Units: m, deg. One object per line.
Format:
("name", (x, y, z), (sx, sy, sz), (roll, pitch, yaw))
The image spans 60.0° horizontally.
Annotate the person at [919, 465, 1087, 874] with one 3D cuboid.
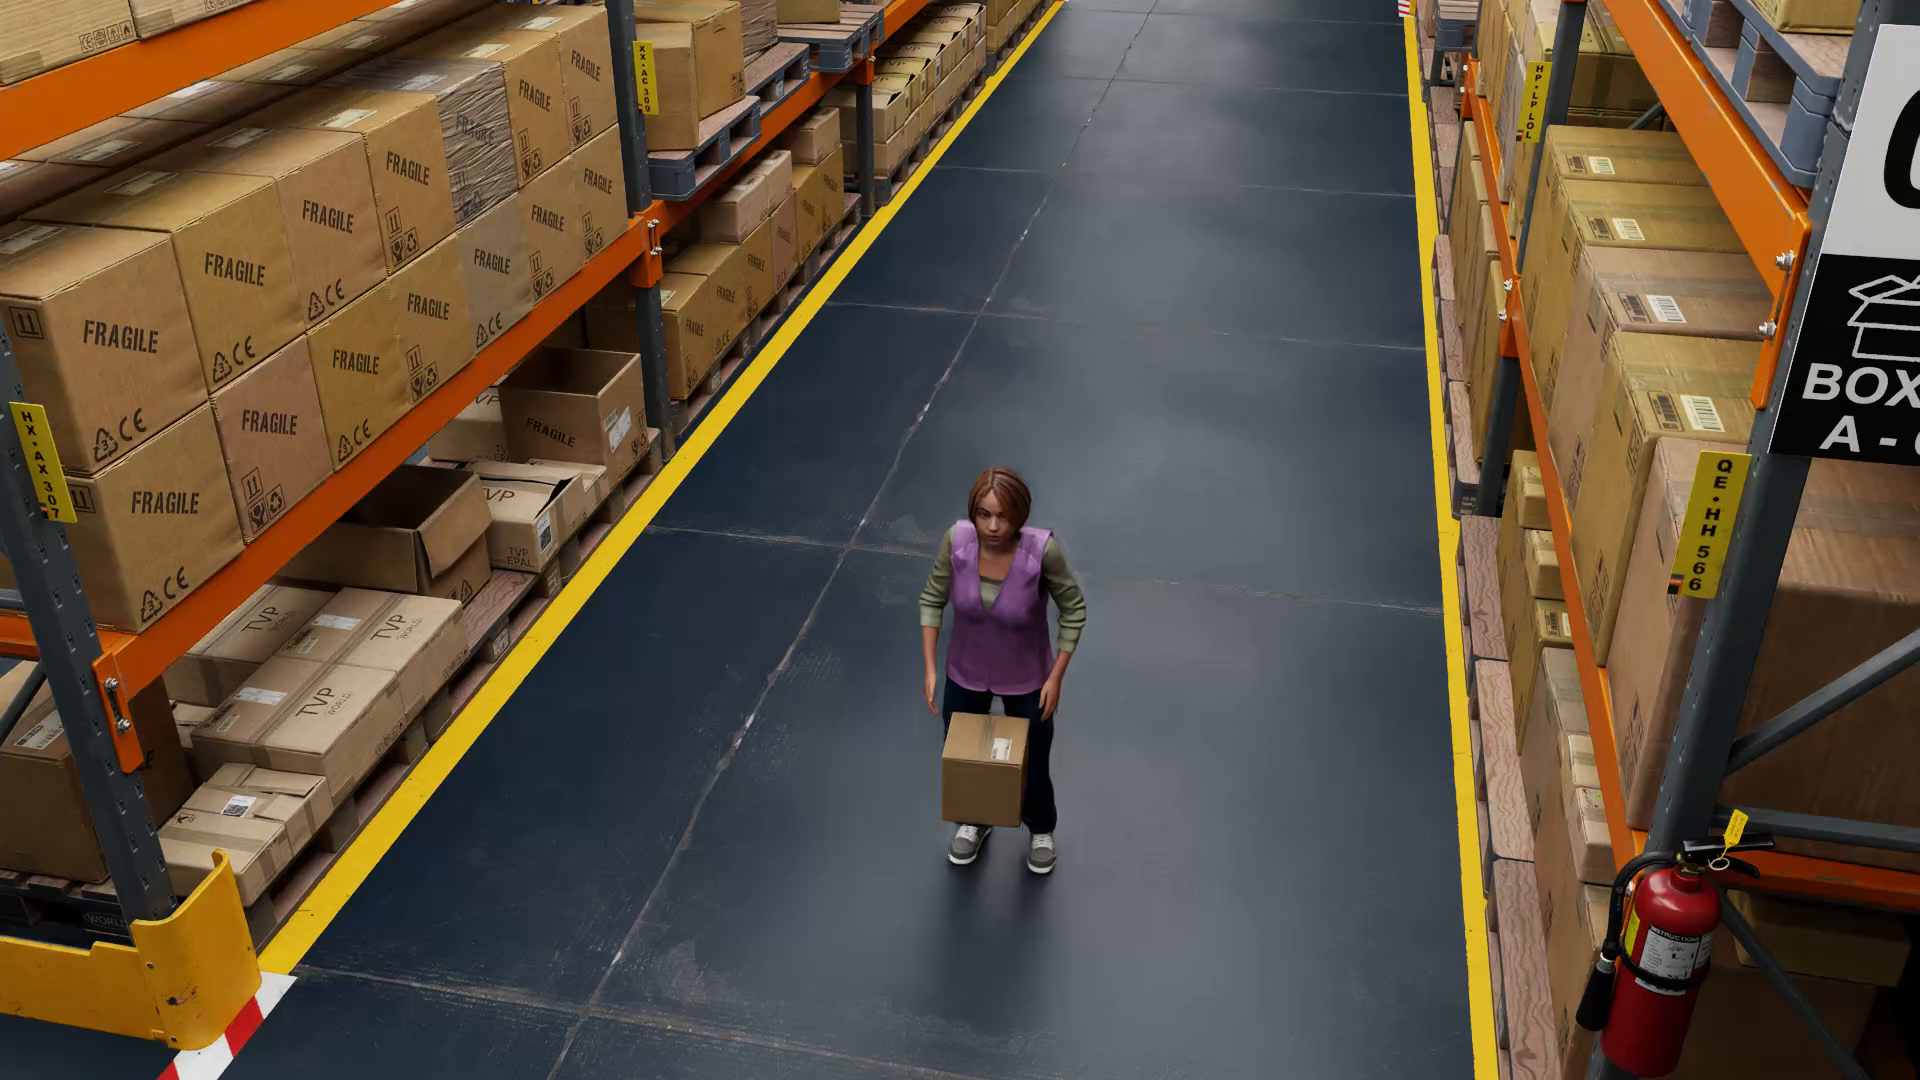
("person", (0.132, 0.485, 5.407), (0.536, 1.462, 0.443), (7, 30, 13))
